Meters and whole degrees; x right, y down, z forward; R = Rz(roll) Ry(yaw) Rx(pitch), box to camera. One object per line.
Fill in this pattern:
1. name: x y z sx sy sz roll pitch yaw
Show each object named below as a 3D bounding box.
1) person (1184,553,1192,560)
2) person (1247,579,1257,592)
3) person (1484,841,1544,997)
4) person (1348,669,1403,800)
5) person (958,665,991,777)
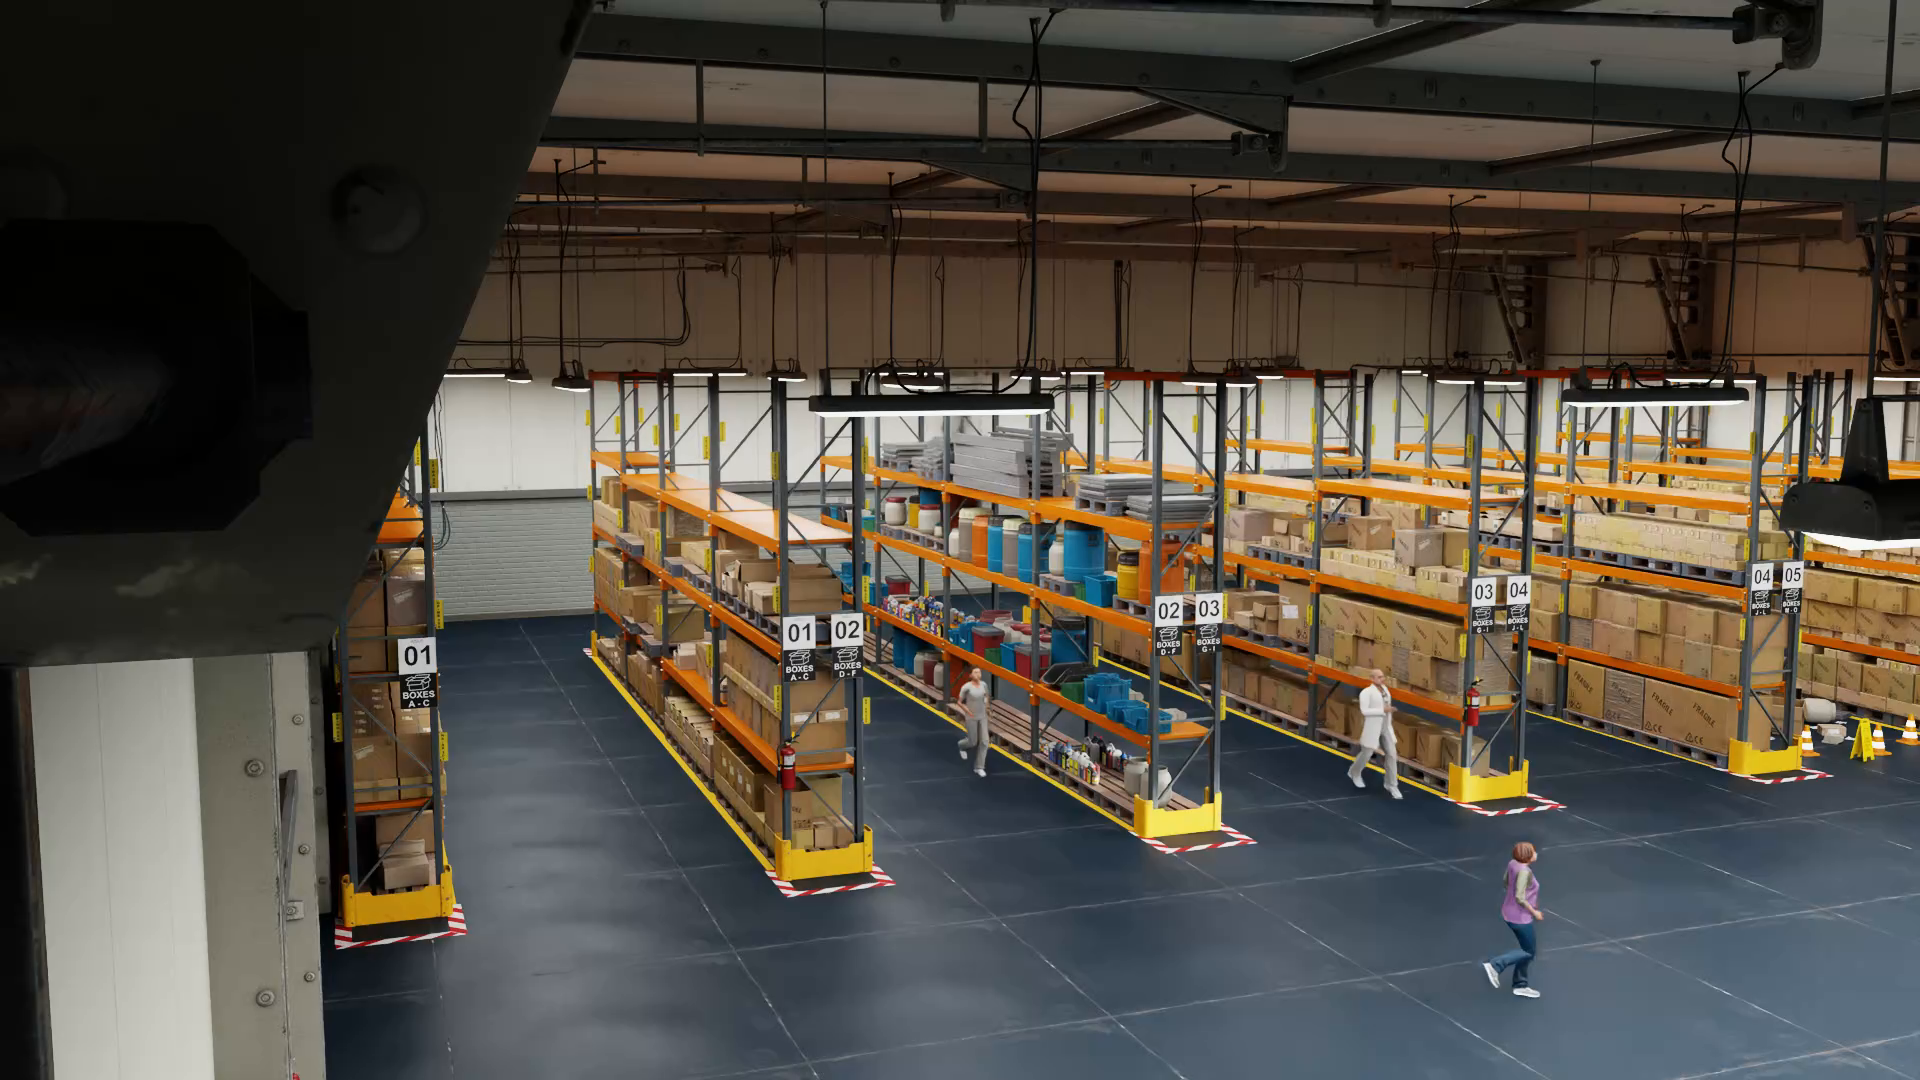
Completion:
1. person: 5.228 1.150 39.153 0.781 1.715 0.858 0 6 -4
2. person: 5.914 1.677 33.807 0.664 1.780 0.954 -4 7 -29
3. person: 5.451 3.749 16.424 0.598 1.560 0.537 0 6 1
4. person: 5.998 2.758 23.982 0.685 1.821 0.958 -3 7 -27
5. person: 0.225 2.711 25.264 0.565 1.654 0.791 -3 7 -25
